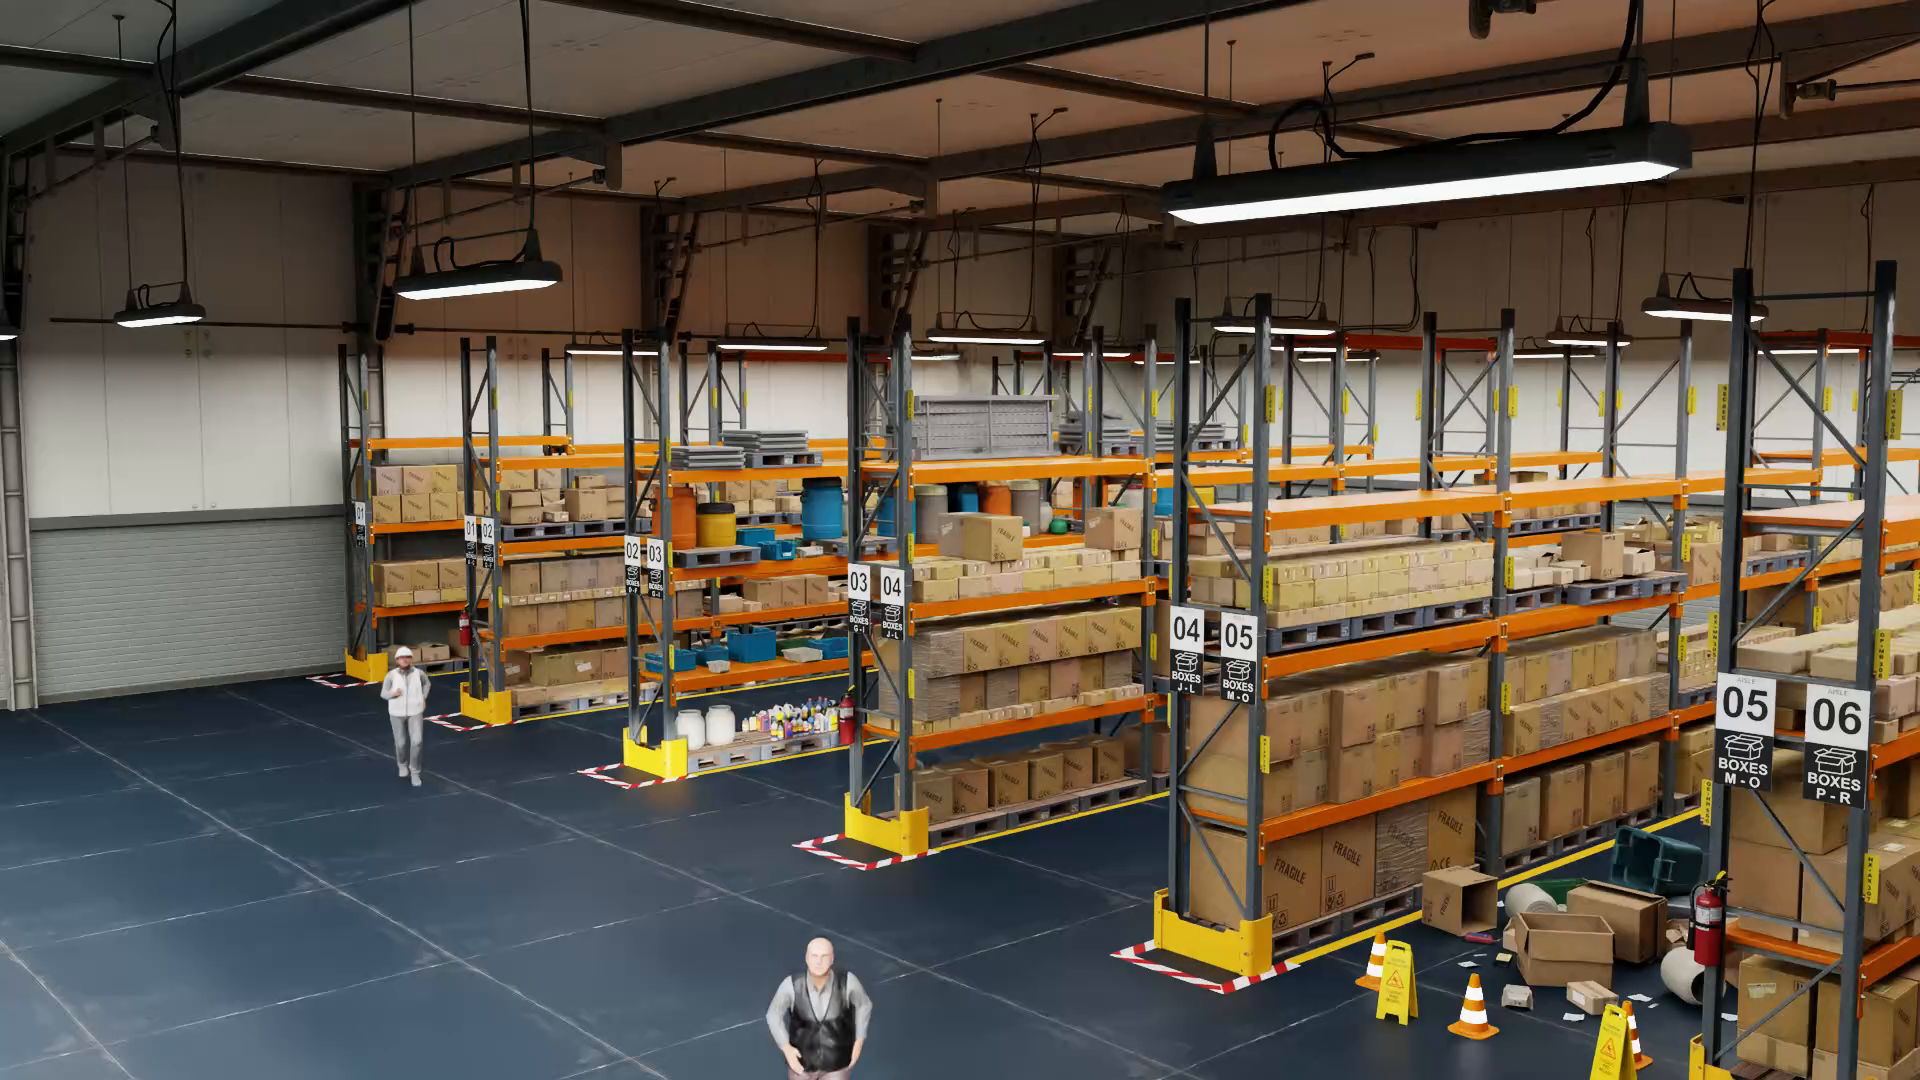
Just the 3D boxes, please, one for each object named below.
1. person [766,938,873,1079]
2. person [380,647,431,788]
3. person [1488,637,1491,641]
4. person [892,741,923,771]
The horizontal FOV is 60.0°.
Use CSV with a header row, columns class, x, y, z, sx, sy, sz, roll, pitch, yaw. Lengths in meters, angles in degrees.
class,x,y,z,sx,sy,sz,roll,pitch,yaw
person,-0.902,3.374,10.718,0.684,1.711,0.854,0,5,-4
person,-7.290,2.313,21.909,0.641,1.820,0.740,-2,5,-20
person,7.819,2.152,24.190,0.639,1.755,0.676,-5,7,-42
person,-0.736,2.412,21.455,0.681,1.659,0.470,4,7,39
